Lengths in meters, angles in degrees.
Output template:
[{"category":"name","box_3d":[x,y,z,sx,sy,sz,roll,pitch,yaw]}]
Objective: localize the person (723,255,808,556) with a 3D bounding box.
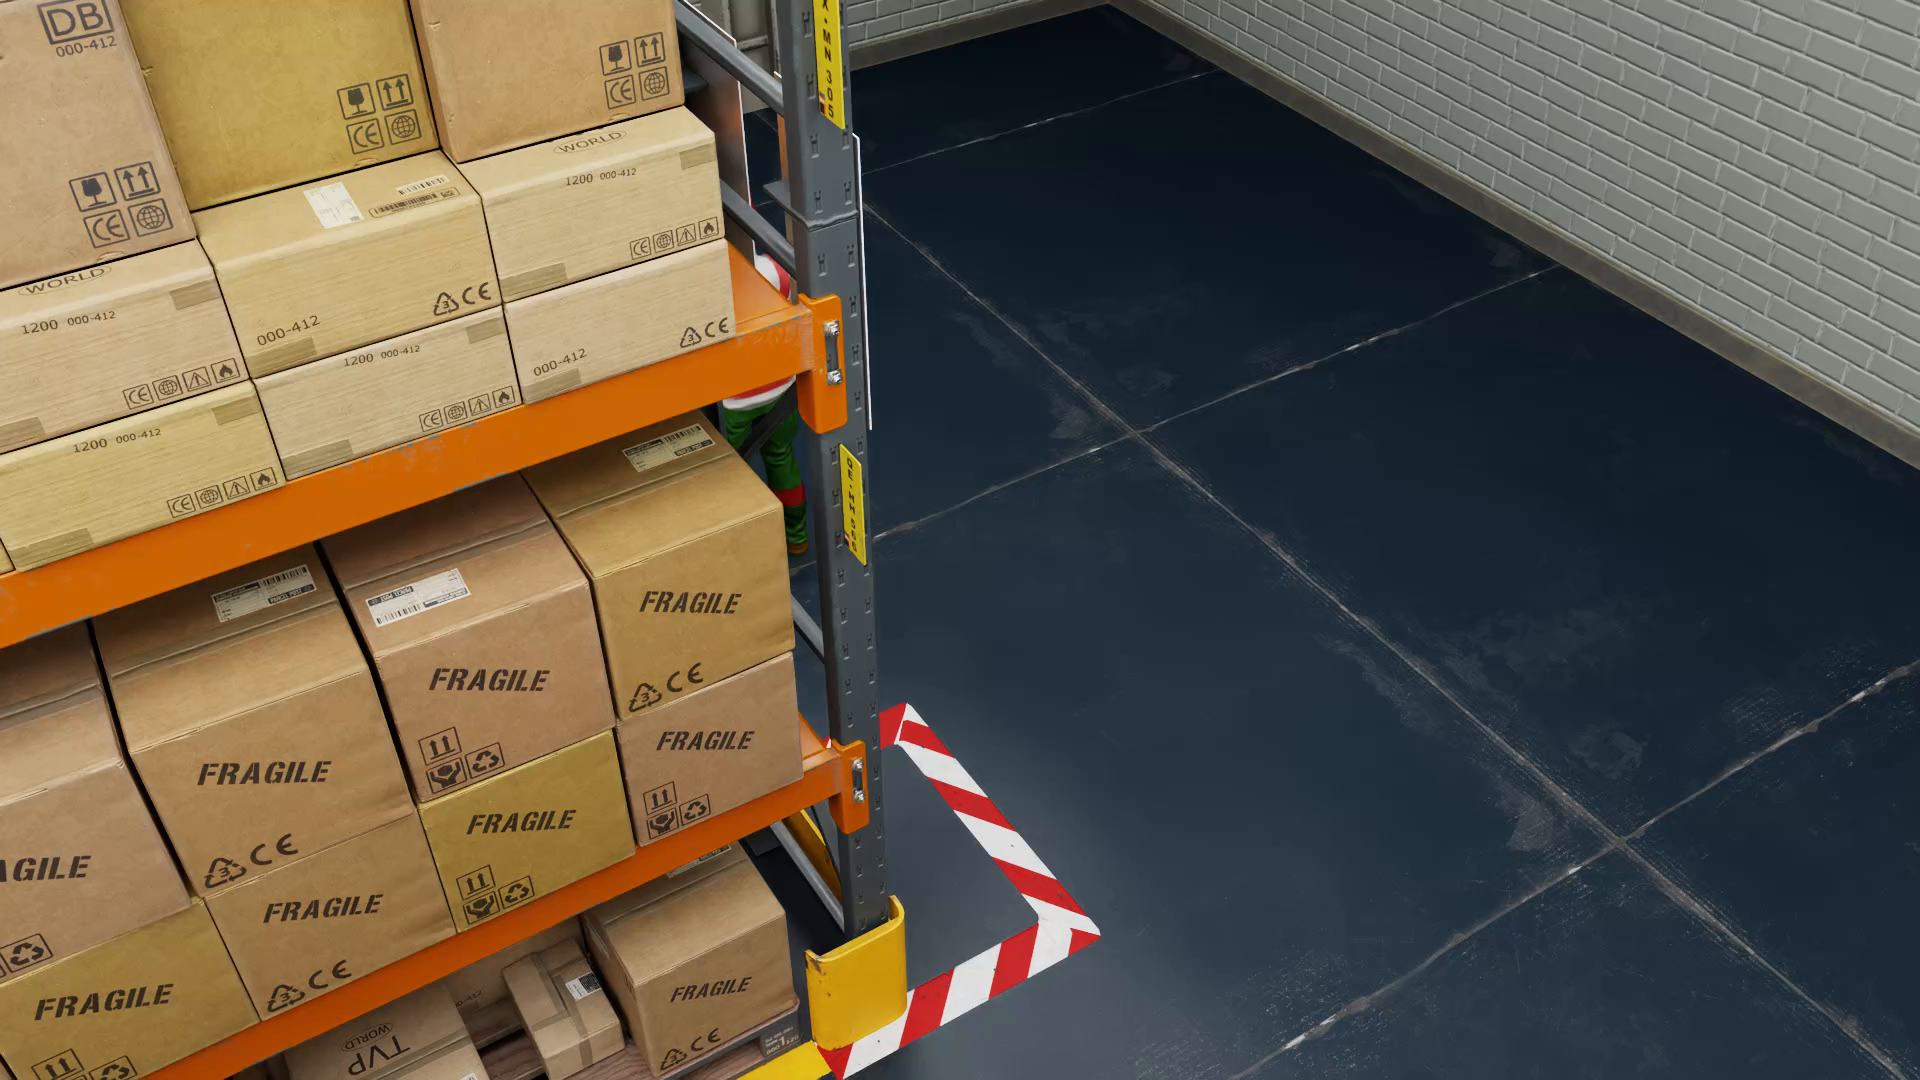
[{"category":"person","box_3d":[-0.898,-0.628,6.885,0.528,1.776,0.358,-22,45,-23]}]
